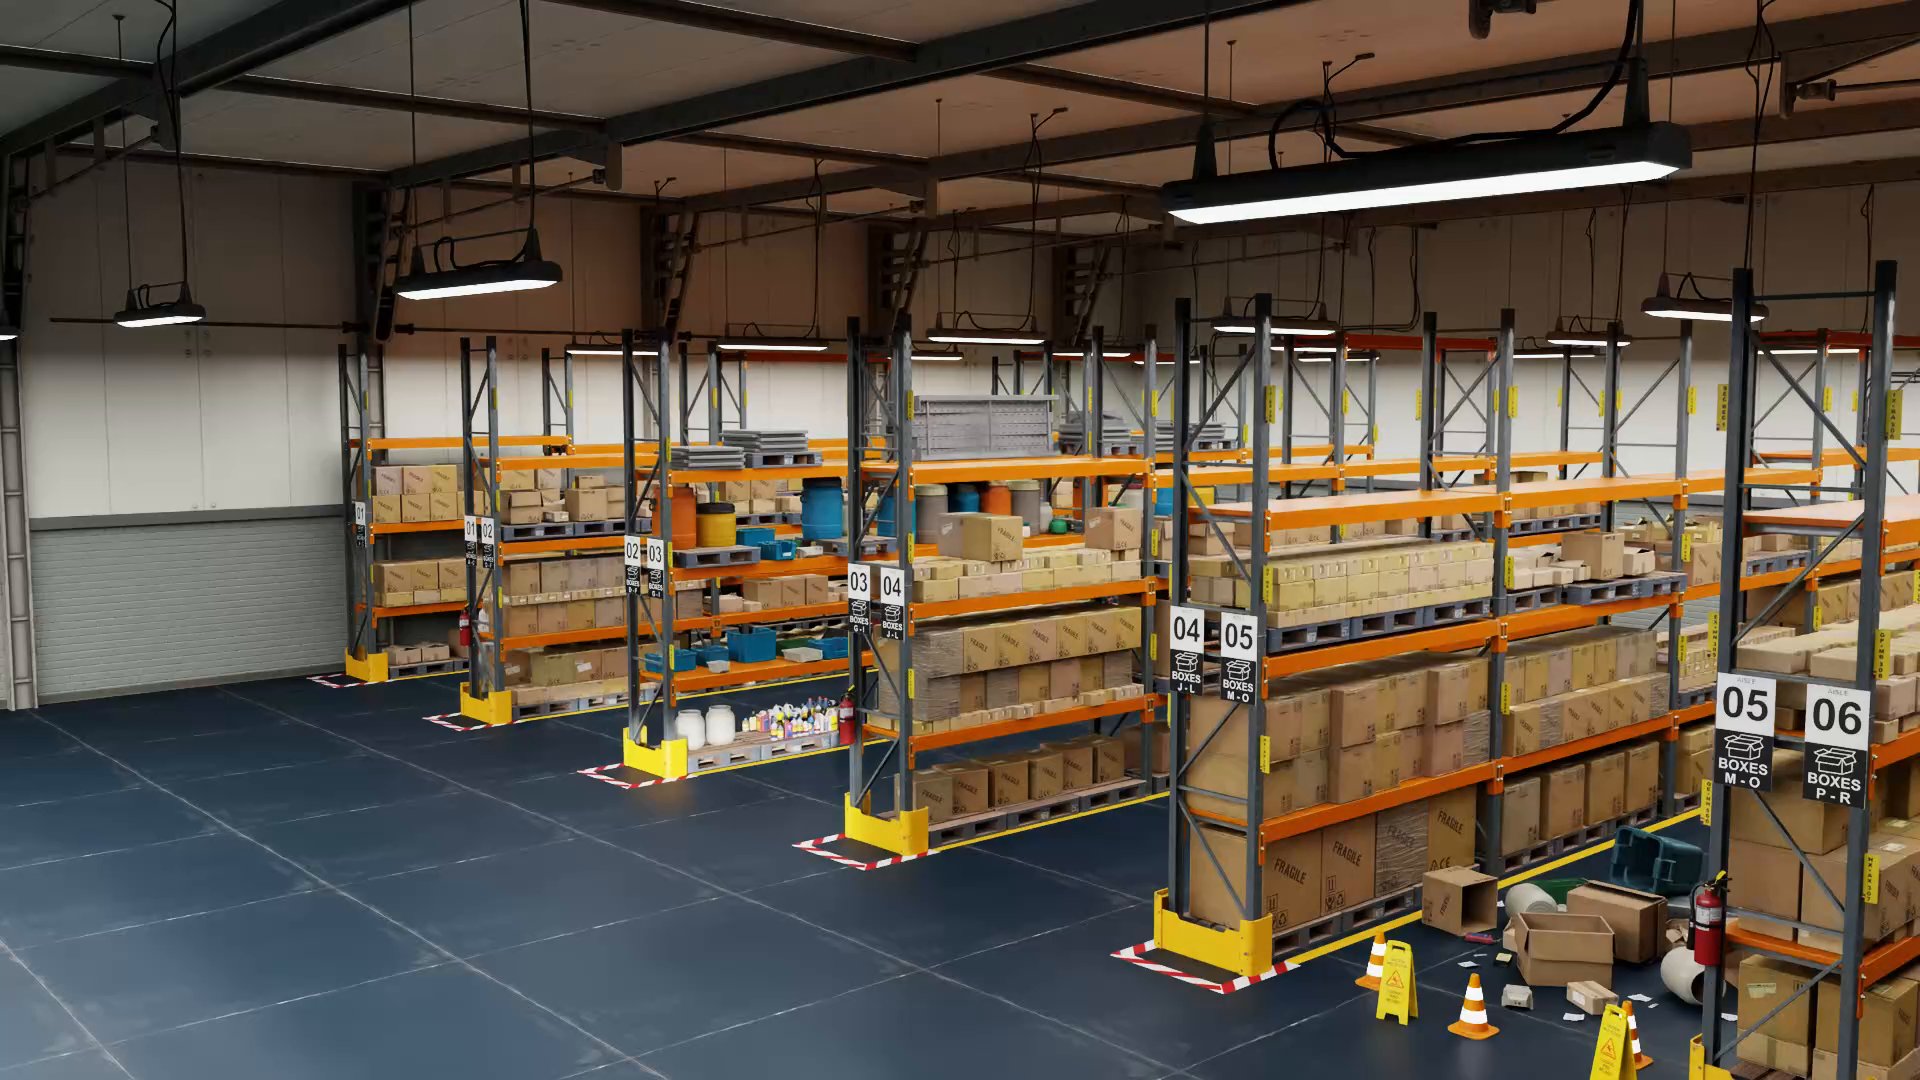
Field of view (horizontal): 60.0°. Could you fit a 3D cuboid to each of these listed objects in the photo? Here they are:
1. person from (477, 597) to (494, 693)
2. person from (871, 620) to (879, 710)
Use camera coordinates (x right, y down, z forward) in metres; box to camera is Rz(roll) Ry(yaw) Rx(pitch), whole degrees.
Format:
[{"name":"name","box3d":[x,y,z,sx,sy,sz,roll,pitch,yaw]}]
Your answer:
[{"name":"person","box3d":[-8.087,1.800,28.640,0.549,1.683,0.815,1,5,10]},{"name":"person","box3d":[-1.043,1.979,26.981,0.969,1.628,0.603,-4,7,-39]}]
